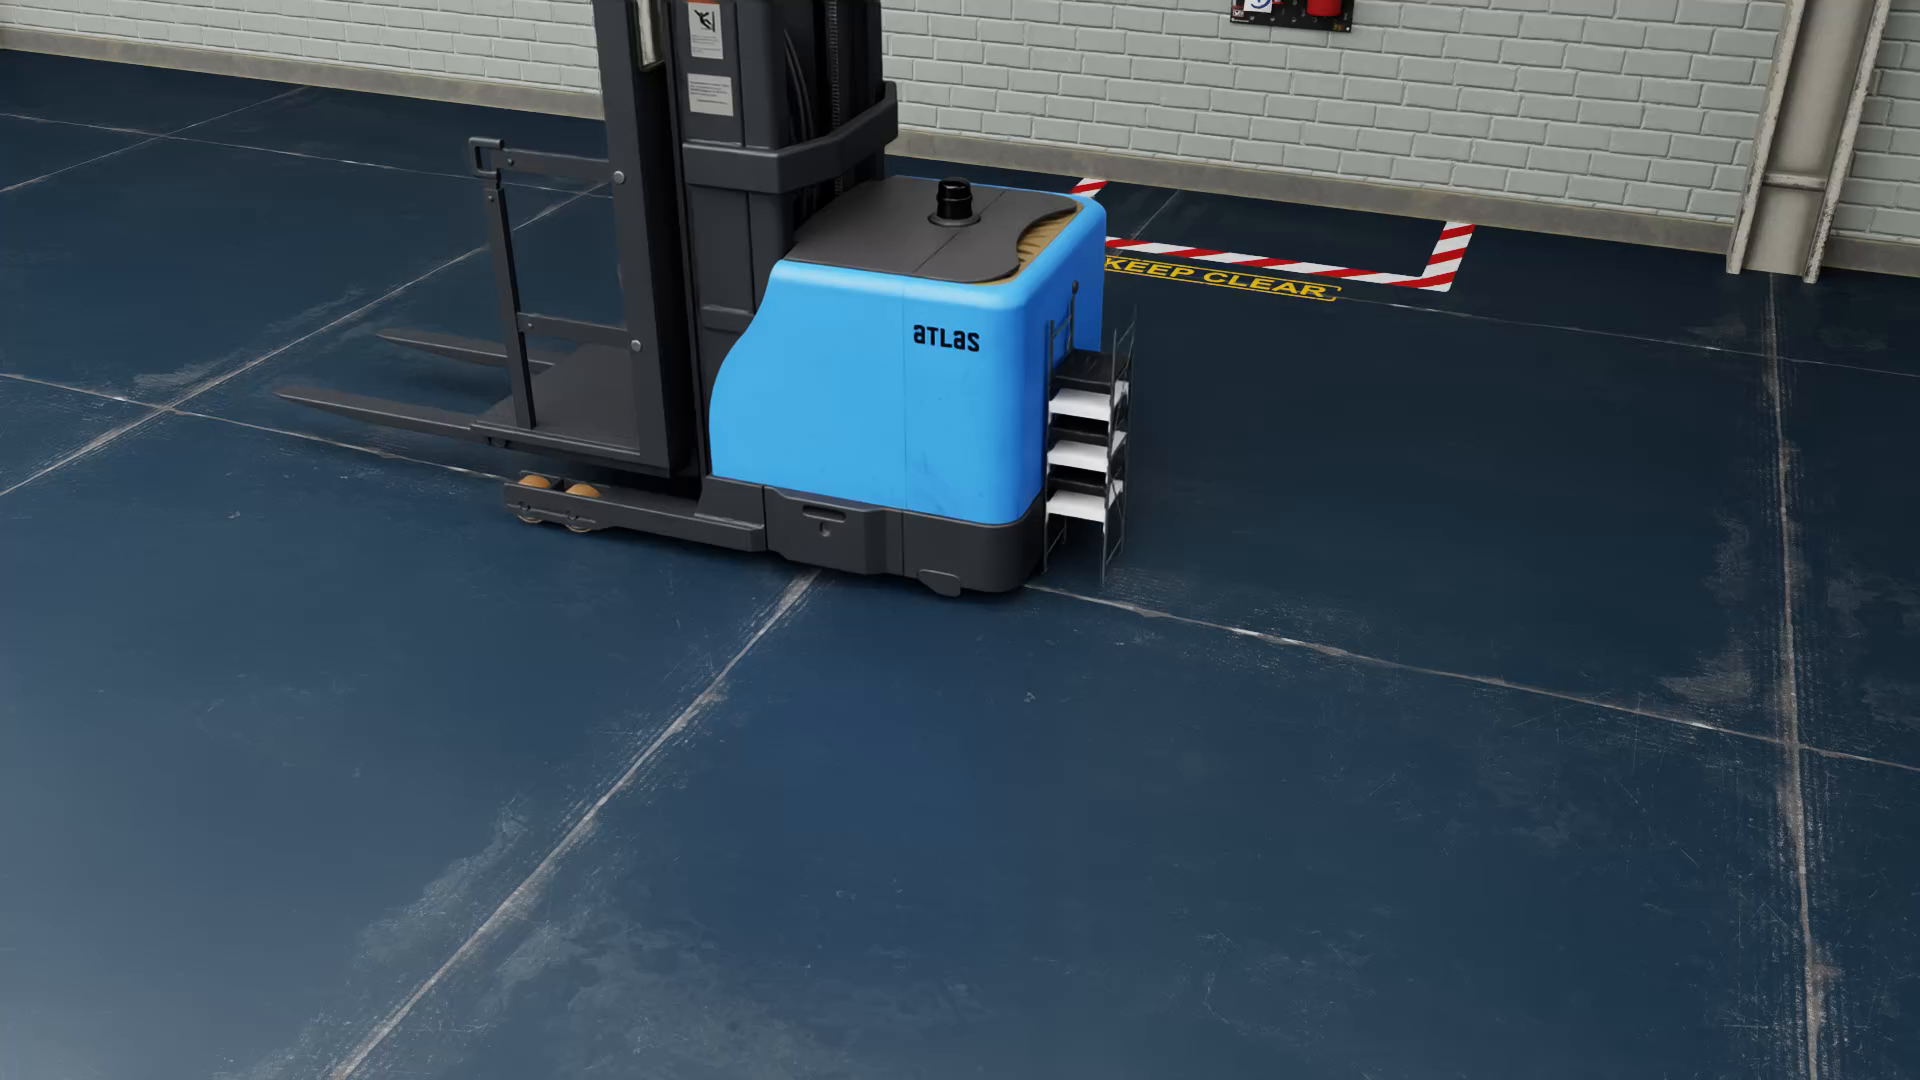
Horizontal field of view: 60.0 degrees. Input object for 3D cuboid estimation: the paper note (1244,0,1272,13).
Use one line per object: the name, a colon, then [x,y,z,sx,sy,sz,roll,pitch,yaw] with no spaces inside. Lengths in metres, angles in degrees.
paper note: [1.533,-2.787,8.527,0.142,0.148,0.016,11,31,19]

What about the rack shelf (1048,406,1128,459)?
rack shelf: [0.417,-0.364,5.365,0.200,0.077,0.258,10,31,18]

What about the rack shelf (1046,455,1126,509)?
rack shelf: [0.417,-0.208,5.454,0.200,0.077,0.258,10,31,18]

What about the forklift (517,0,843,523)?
forklift: [-1.062,-1.534,5.486,3.031,2.935,1.121,10,31,18]

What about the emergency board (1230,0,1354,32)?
emergency board: [1.671,-3.106,8.197,0.643,1.169,0.194,11,31,19]

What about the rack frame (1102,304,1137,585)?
rack frame: [0.512,-0.298,5.362,0.006,0.900,0.240,10,31,18]

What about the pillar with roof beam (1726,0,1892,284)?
pillar with roof beam: [2.328,-3.280,2.408,0.400,9.000,9.100,11,31,19]

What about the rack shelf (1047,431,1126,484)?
rack shelf: [0.417,-0.286,5.409,0.200,0.077,0.258,10,31,18]

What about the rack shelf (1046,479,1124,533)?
rack shelf: [-7.263,-3.077,10.914,18.899,0.275,6.446,10,31,18]

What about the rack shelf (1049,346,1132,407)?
rack shelf: [0.417,-0.521,5.276,0.200,0.077,0.258,10,31,18]

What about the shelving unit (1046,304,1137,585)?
shelving unit: [-7.260,-3.348,10.760,18.904,0.900,6.446,10,31,18]
